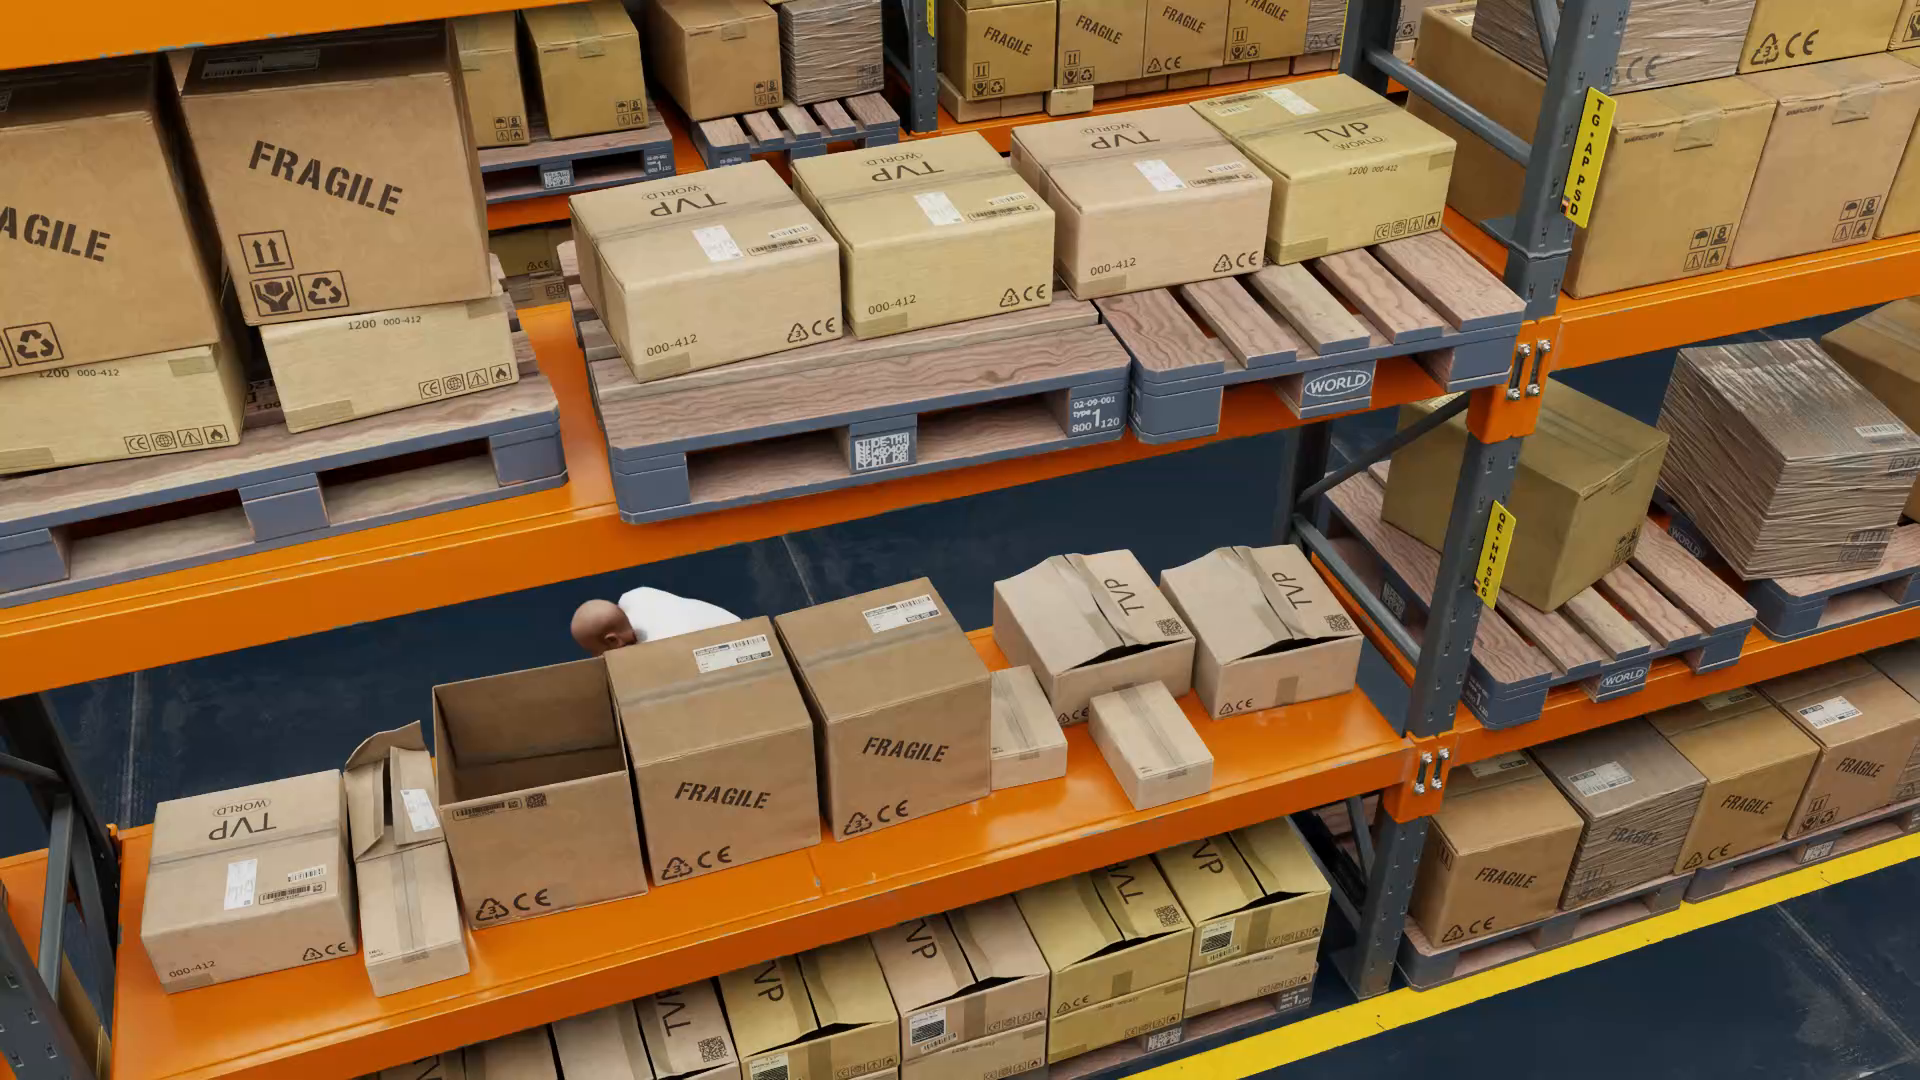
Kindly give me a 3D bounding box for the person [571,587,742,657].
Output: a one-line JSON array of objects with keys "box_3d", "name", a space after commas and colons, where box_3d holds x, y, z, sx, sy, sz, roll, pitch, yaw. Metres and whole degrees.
[{"box_3d": [-1.184, 0.560, 6.712, 0.906, 0.995, 0.605, -12, 39, -16], "name": "person"}]
